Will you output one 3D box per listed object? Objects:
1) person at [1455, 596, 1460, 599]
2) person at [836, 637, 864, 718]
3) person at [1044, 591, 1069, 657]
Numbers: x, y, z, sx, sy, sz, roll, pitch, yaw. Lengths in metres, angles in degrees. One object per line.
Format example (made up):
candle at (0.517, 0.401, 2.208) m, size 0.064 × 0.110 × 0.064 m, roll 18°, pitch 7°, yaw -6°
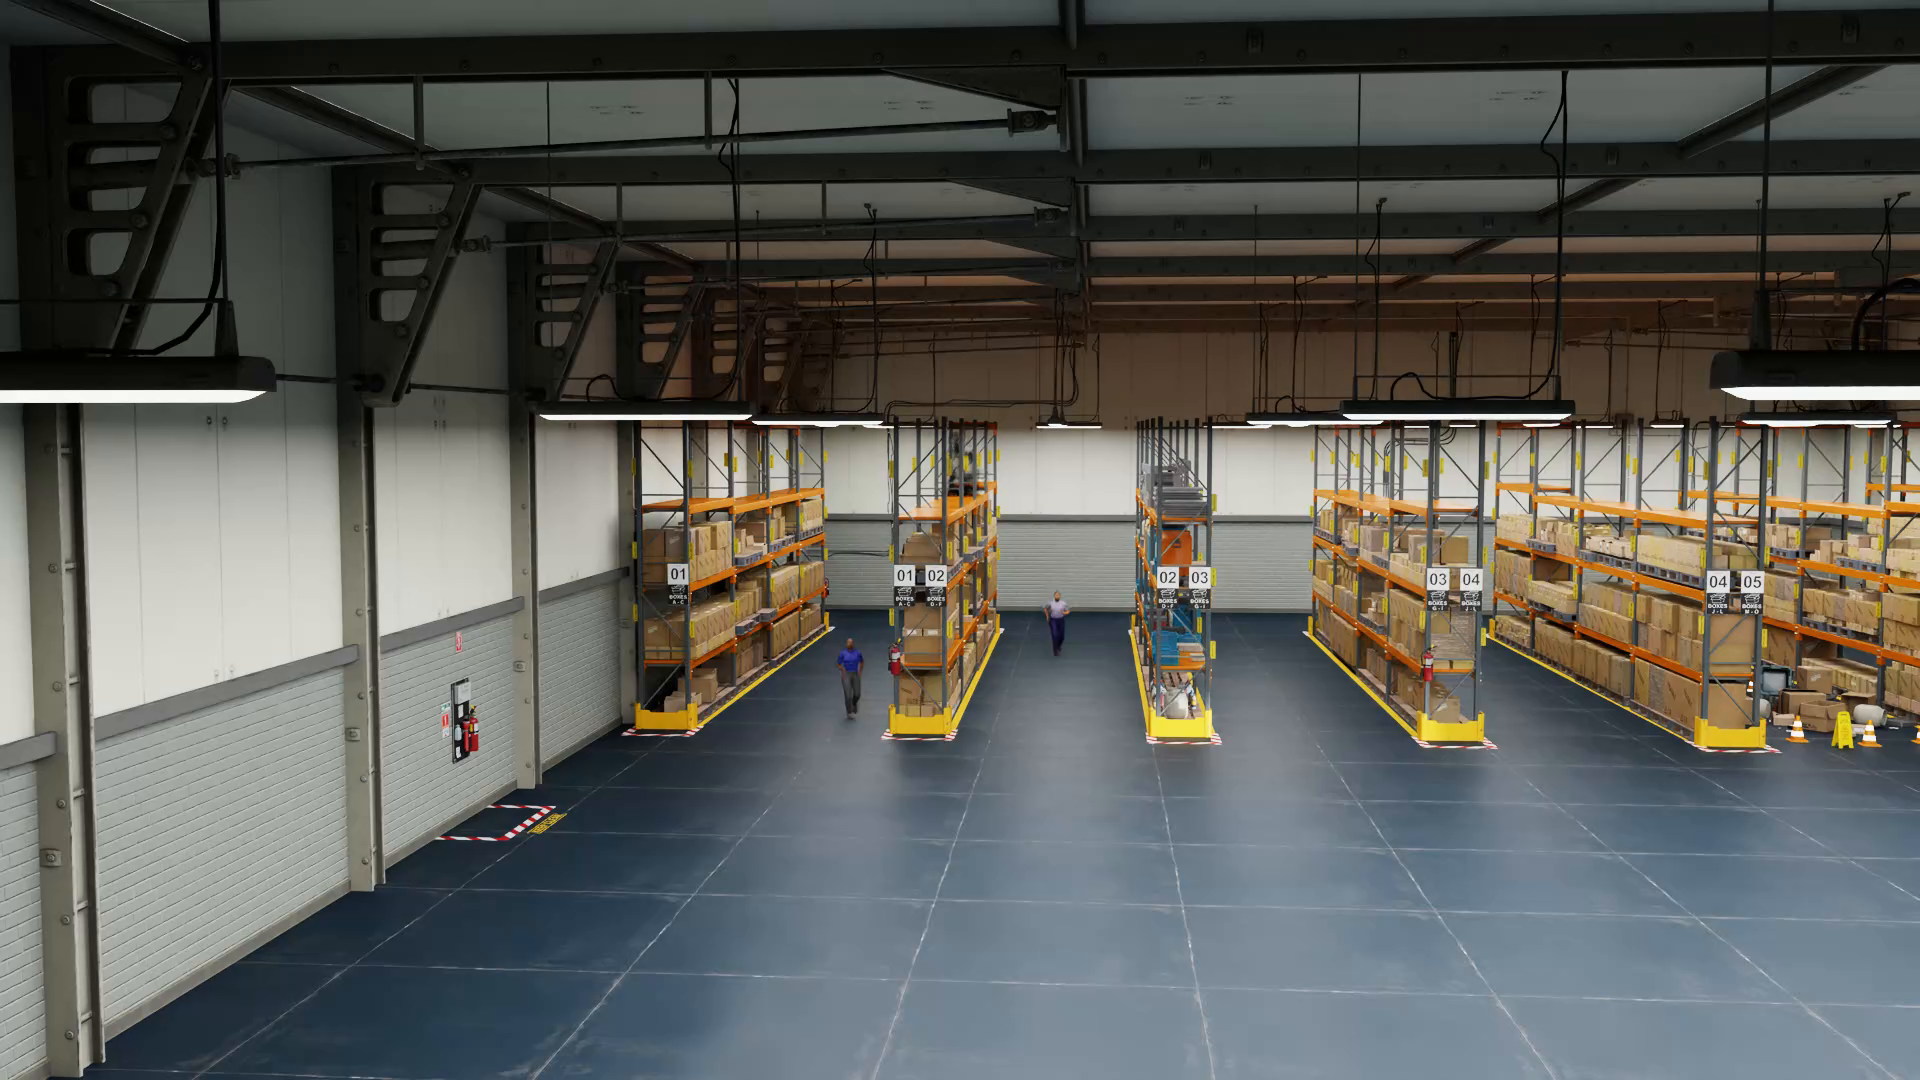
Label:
person at (13.437, 1.923, 45.207) m, size 0.664 × 1.762 × 0.846 m, roll 1°, pitch 4°, yaw 9°
person at (-2.176, 2.749, 33.179) m, size 0.571 × 1.608 × 0.572 m, roll -1°, pitch 4°, yaw -10°
person at (2.482, 2.119, 42.502) m, size 0.613 × 1.625 × 0.929 m, roll 0°, pitch 4°, yaw -7°
